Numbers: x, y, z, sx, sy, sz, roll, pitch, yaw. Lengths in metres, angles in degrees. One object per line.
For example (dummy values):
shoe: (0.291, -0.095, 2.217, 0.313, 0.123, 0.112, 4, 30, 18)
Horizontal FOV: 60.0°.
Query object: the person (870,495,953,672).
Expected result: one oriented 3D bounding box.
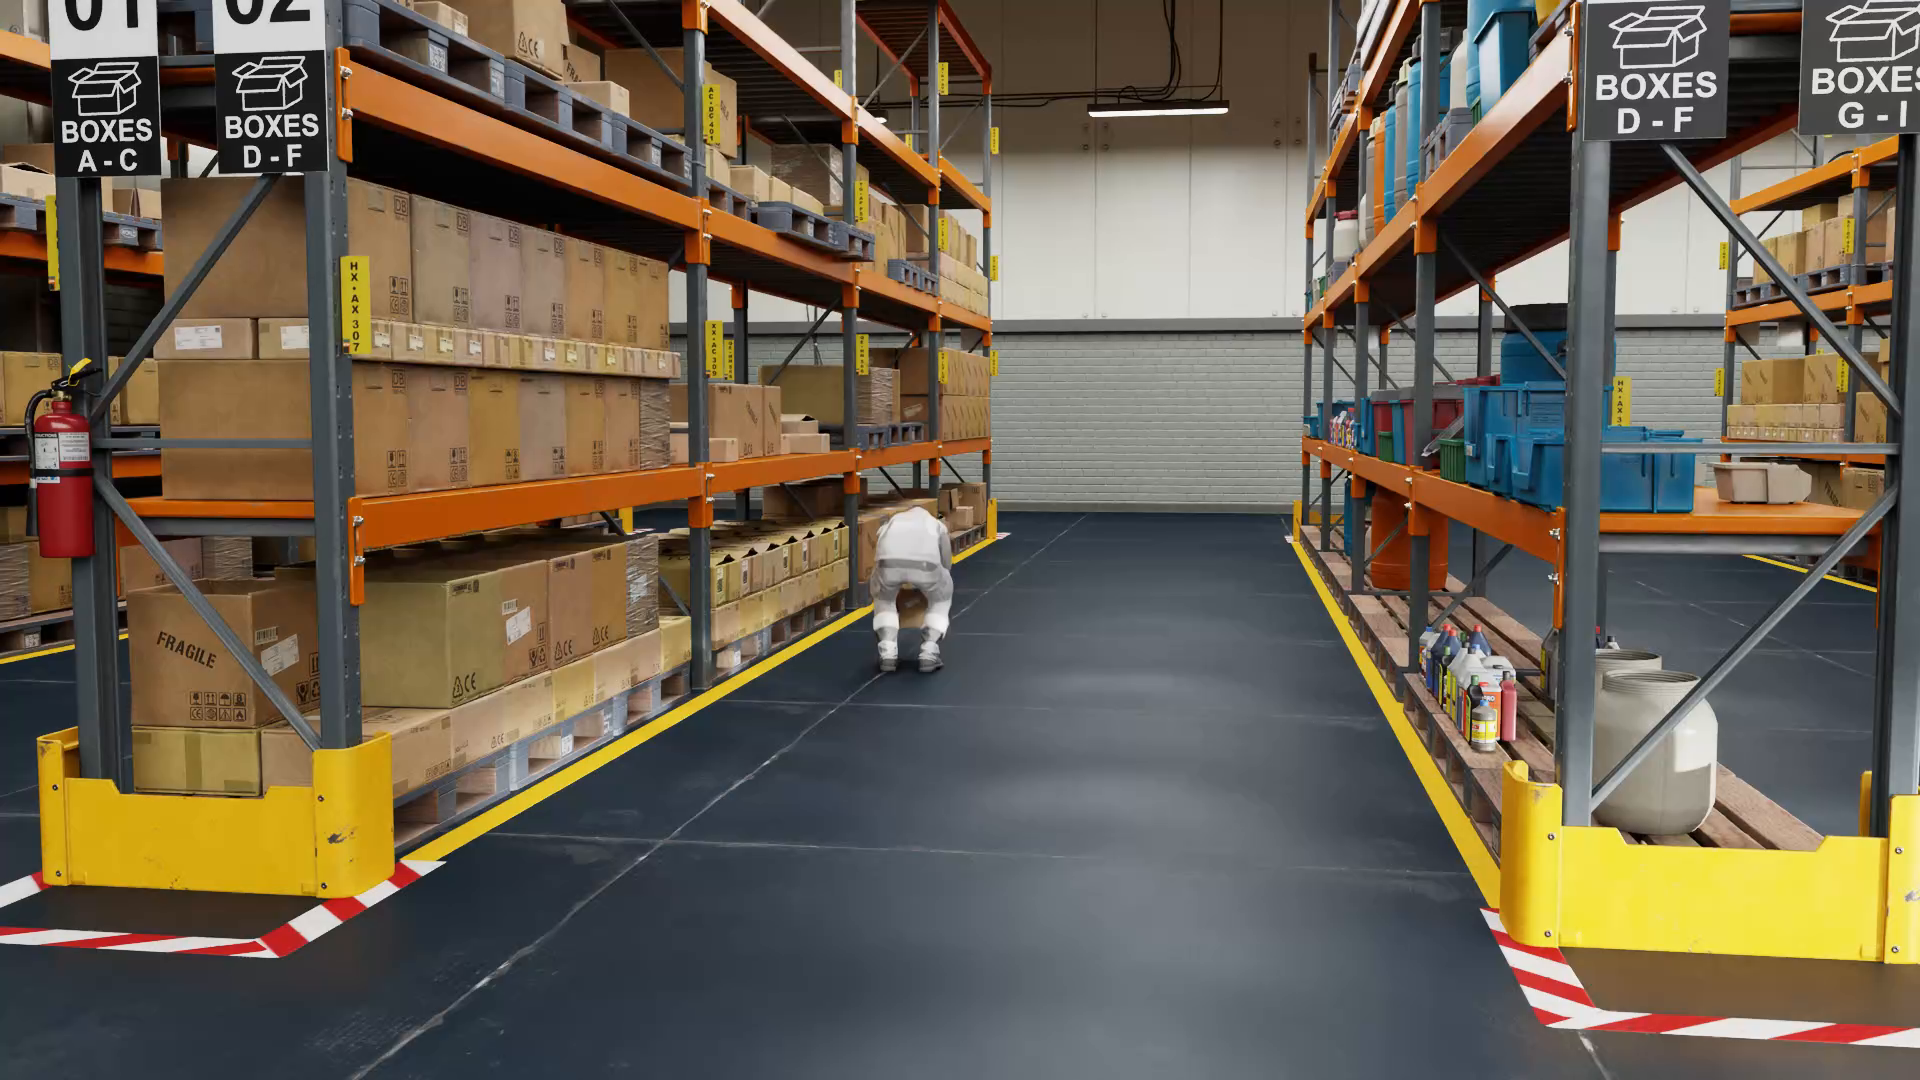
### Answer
person: (-0.289, 0.266, 10.628, 0.507, 1.070, 0.958, 0, 4, 5)
